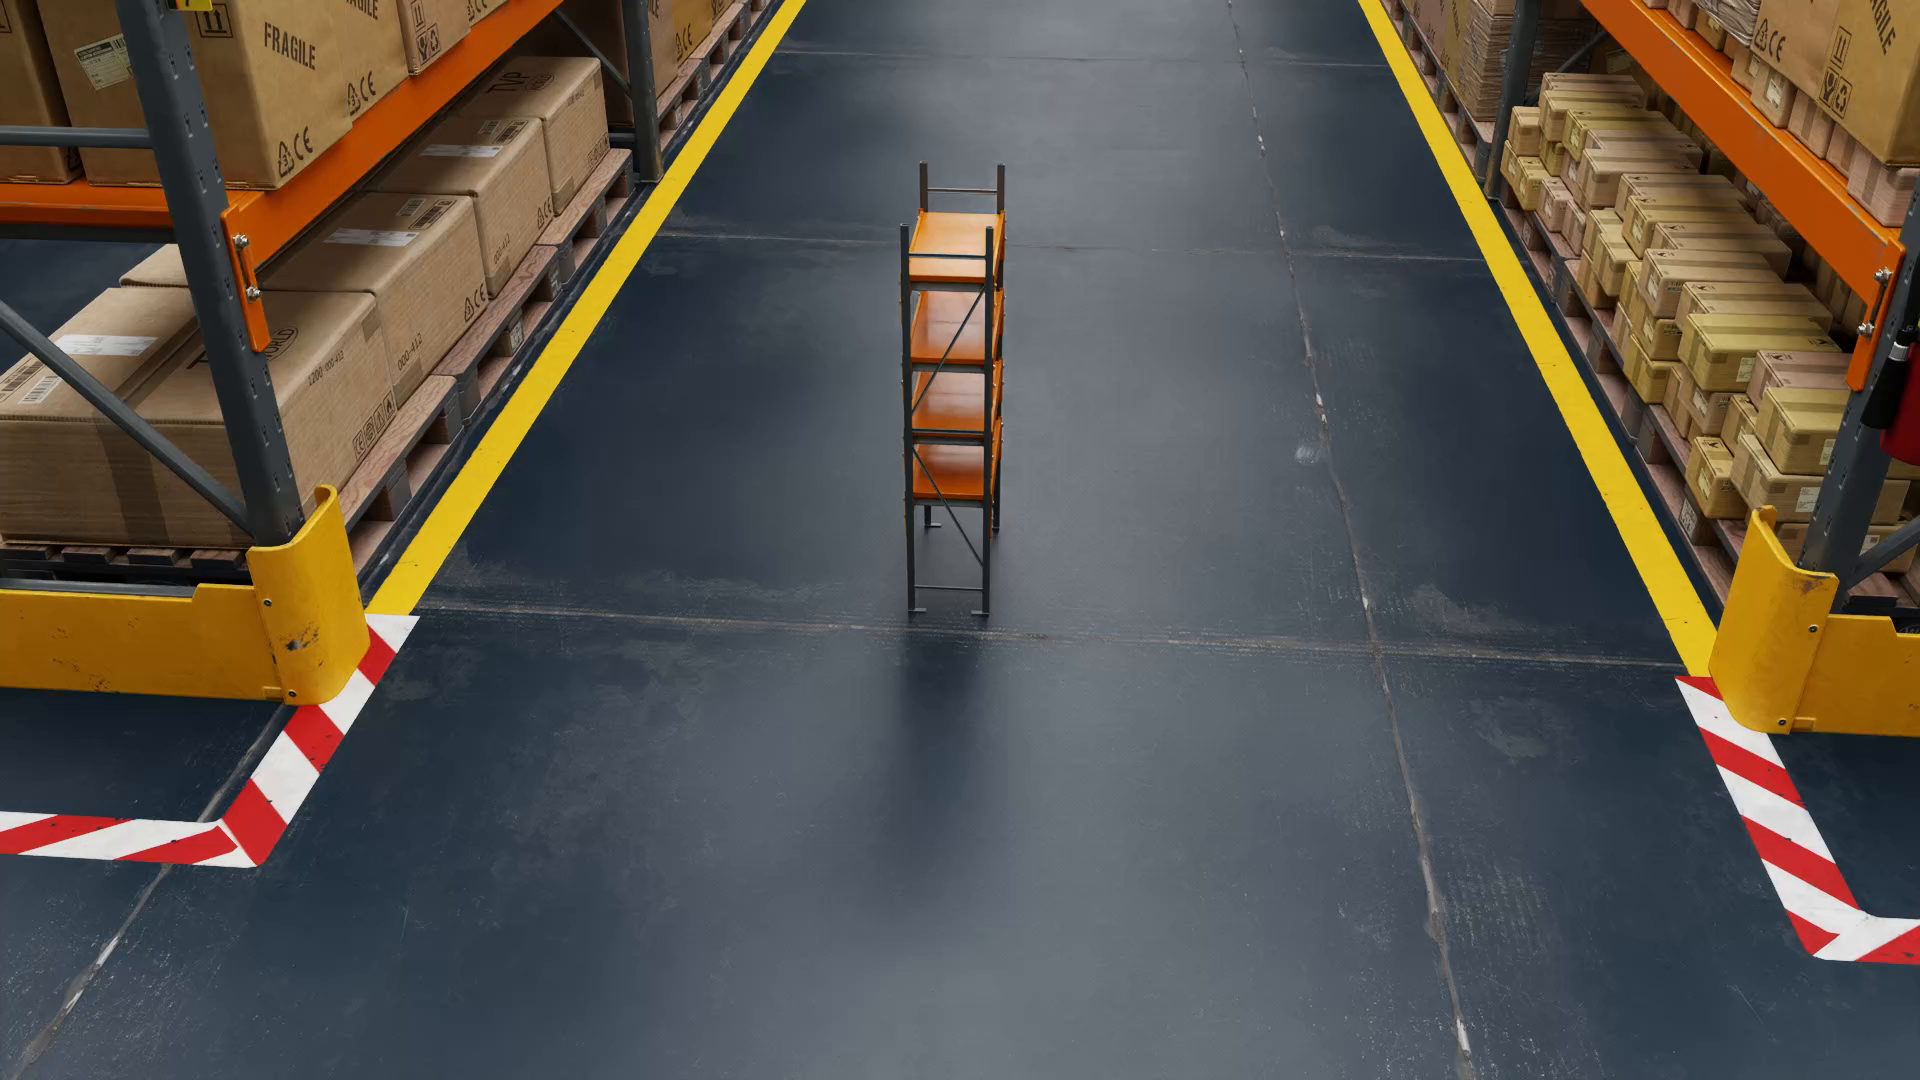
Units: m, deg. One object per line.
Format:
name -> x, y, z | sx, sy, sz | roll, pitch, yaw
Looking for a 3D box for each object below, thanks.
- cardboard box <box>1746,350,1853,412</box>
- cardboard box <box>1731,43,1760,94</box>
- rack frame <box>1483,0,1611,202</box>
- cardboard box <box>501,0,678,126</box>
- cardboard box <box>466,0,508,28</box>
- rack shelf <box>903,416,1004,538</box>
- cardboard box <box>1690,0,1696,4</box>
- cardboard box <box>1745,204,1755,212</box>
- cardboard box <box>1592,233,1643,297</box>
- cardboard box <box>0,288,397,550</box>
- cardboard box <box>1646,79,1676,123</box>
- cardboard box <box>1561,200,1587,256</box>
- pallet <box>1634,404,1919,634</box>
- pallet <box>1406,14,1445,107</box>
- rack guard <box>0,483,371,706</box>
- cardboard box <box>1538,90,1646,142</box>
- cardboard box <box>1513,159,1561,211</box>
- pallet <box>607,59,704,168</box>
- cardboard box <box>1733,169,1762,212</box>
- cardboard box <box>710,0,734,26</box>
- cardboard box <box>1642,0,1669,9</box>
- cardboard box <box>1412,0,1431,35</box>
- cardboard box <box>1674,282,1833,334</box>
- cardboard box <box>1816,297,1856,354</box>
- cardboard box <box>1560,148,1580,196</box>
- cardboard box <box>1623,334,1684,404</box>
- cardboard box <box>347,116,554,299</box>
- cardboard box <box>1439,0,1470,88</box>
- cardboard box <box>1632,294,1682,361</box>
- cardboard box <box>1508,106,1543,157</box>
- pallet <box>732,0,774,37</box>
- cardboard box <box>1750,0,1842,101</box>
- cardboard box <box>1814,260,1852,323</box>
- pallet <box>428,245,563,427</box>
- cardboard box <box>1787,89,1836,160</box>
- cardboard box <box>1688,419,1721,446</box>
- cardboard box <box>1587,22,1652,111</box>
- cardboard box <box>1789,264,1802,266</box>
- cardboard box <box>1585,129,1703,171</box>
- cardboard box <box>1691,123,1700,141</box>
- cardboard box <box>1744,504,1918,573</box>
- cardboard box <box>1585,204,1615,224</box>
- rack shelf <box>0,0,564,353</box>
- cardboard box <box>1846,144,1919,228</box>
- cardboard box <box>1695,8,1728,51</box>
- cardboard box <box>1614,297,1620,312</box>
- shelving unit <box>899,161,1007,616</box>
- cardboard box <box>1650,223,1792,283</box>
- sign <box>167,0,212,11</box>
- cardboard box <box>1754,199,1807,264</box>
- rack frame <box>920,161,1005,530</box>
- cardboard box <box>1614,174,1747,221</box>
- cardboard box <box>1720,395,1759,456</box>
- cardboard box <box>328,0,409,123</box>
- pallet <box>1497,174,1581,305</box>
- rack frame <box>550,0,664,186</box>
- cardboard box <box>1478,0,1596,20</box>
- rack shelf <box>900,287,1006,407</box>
cardboard box -> 2.534, -0.427, 4.833 | 0.380, 0.149, 0.250 | 3, 32, 5
cardboard box -> 2.522, -1.399, 4.900 | 0.380, 0.149, 0.250 | 1, 32, 2
rack frame -> 2.991, -2.883, 7.070 | 1.000, 3.000, 0.127 | 2, 32, 4
cardboard box -> -1.980, -2.644, 8.306 | 0.875, 0.875, 0.875 | 3, 32, 6
cardboard box -> -1.854, -2.025, 5.582 | 0.500, 0.500, 0.500 | 3, 32, 6
rack shelf -> -0.013, -0.198, 4.934 | 0.258, 0.148, 0.480 | 2, 32, 4
cardboard box -> 2.575, -2.002, 5.260 | 0.500, 0.500, 0.500 | 4, 32, 6
cardboard box -> 3.149, -1.253, 6.457 | 0.380, 0.149, 0.250 | 3, 32, 5
cardboard box -> 2.528, -0.993, 6.036 | 0.380, 0.149, 0.250 | 3, 32, 4
cardboard box -> -2.322, -0.388, 5.062 | 0.875, 0.438, 0.875 | 1, 32, 2
cardboard box -> 3.222, -1.905, 7.231 | 0.380, 0.149, 0.250 | 3, 32, 5
cardboard box -> 2.680, -1.266, 6.762 | 0.380, 0.149, 0.250 | 2, 32, 3
pallet -> 2.773, -0.068, 5.159 | 1.003, 0.211, 1.213 | 2, 32, 4
pallet -> 3.150, -2.743, 9.500 | 1.003, 0.211, 1.213 | 2, 32, 4
rack guard -> -2.278, 0.126, 4.568 | 1.175, 0.500, 0.348 | 2, 32, 4
cardboard box -> 2.675, -1.789, 7.044 | 0.380, 0.149, 0.250 | 4, 32, 6
cardboard box -> 2.619, -1.533, 7.195 | 0.380, 0.149, 0.250 | 3, 32, 5
pallet -> -1.963, -2.262, 8.719 | 1.003, 0.211, 1.213 | 2, 32, 4
cardboard box -> 3.198, -1.361, 6.349 | 0.380, 0.149, 0.250 | 1, 32, 2
cardboard box -> -1.841, -3.584, 9.831 | 0.875, 0.875, 0.875 | 3, 32, 5
cardboard box -> 2.583, -1.952, 5.797 | 0.380, 0.149, 0.250 | 4, 32, 6
cardboard box -> 2.930, -3.199, 9.564 | 0.500, 0.500, 0.500 | 2, 32, 3
cardboard box -> 2.512, -0.700, 5.277 | 0.380, 0.149, 0.250 | 1, 32, 2
cardboard box -> 3.030, -0.691, 5.546 | 0.380, 0.149, 0.250 | 1, 32, 2
cardboard box -> 2.728, -1.534, 6.914 | 0.380, 0.149, 0.250 | 2, 32, 4
cardboard box -> 2.493, -0.580, 5.649 | 0.380, 0.149, 0.250 | 1, 32, 2
cardboard box -> -2.181, -1.338, 6.604 | 0.875, 0.438, 0.875 | 2, 32, 3
cardboard box -> 2.842, -2.664, 8.696 | 0.500, 0.500, 0.500 | 2, 32, 3
cardboard box -> 2.494, -0.715, 5.584 | 0.380, 0.149, 0.250 | 3, 32, 5
cardboard box -> 2.643, -1.799, 7.344 | 0.380, 0.149, 0.250 | 4, 32, 6
pallet -> -1.764, -3.537, 10.789 | 1.003, 0.211, 1.213 | 2, 32, 4
cardboard box -> 2.493, -1.476, 4.407 | 0.500, 0.500, 0.500 | 2, 32, 3
cardboard box -> 3.067, -0.823, 5.476 | 0.380, 0.149, 0.250 | 4, 32, 6
pallet -> -2.187, -0.821, 6.381 | 1.003, 0.211, 1.213 | 2, 32, 4
cardboard box -> 2.473, -1.128, 4.460 | 0.380, 0.149, 0.250 | 2, 32, 4
cardboard box -> 2.528, -0.314, 5.218 | 0.380, 0.149, 0.250 | 2, 32, 4
cardboard box -> 3.316, -2.373, 8.224 | 0.500, 0.500, 0.500 | 4, 32, 6
cardboard box -> 3.043, -0.976, 6.008 | 0.380, 0.149, 0.250 | 4, 32, 6
cardboard box -> 2.705, -1.517, 6.603 | 0.380, 0.149, 0.250 | 2, 32, 3
cardboard box -> 3.227, -1.639, 6.800 | 0.380, 0.149, 0.250 | 2, 32, 4
cardboard box -> 2.500, -0.041, 4.775 | 0.380, 0.149, 0.250 | 3, 32, 5
cardboard box -> 2.657, -1.250, 6.453 | 0.380, 0.149, 0.250 | 4, 32, 6
rack shelf -> -2.114, -1.690, 5.819 | 1.077, 0.370, 4.000 | 2, 32, 4
cardboard box -> 2.410, -0.867, 4.038 | 0.380, 0.149, 0.250 | 2, 32, 4
cardboard box -> 2.608, -1.677, 5.351 | 0.380, 0.149, 0.250 | 3, 32, 5
cardboard box -> 2.631, -0.851, 6.089 | 0.380, 0.149, 0.250 | 3, 32, 5
shelving unit -> -0.013, -0.424, 4.795 | 0.258, 1.200, 0.503 | 2, 32, 4
cardboard box -> 2.611, -0.976, 5.725 | 0.380, 0.149, 0.250 | 1, 32, 2
sign -> -1.724, -1.326, 3.642 | 0.100, 0.325, 0.005 | 2, 32, 4
cardboard box -> 3.059, -1.094, 5.916 | 0.380, 0.149, 0.250 | 3, 32, 4
rack frame -> 0.006, -0.552, 5.002 | 0.240, 1.200, 0.015 | 2, 32, 4
cardboard box -> 2.663, -1.242, 6.156 | 0.380, 0.149, 0.250 | 1, 32, 2
cardboard box -> 2.499, -0.306, 4.921 | 0.380, 0.149, 0.250 | 2, 32, 3
cardboard box -> -1.938, -1.497, 4.725 | 0.500, 0.500, 0.500 | 2, 32, 3
pallet -> 2.972, -1.344, 7.229 | 1.003, 0.211, 1.213 | 2, 32, 4
rack frame -> -1.951, -3.042, 7.327 | 1.000, 3.000, 0.127 | 2, 32, 4
cardboard box -> 2.800, -2.718, 8.068 | 0.500, 0.250, 0.500 | 2, 32, 3
rack shelf -> -0.013, -0.557, 4.713 | 0.258, 0.148, 0.480 | 2, 32, 4
